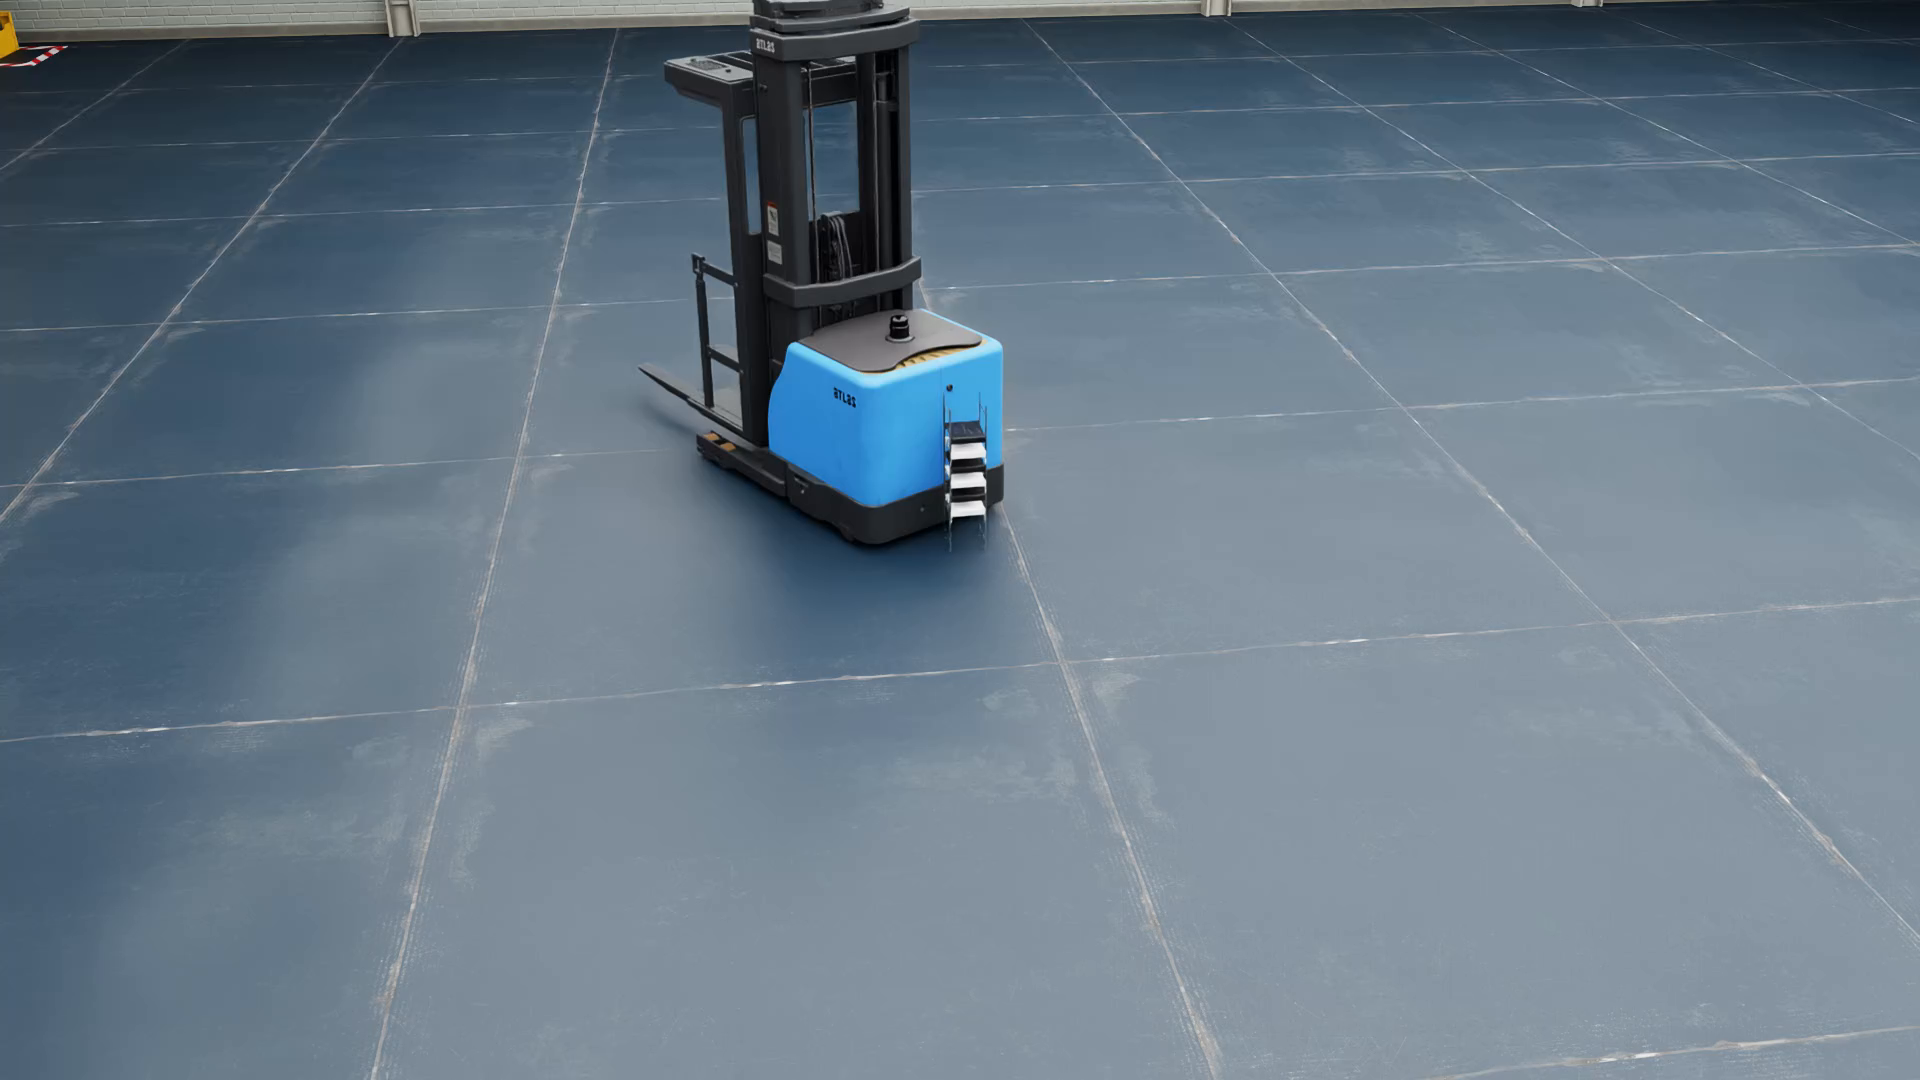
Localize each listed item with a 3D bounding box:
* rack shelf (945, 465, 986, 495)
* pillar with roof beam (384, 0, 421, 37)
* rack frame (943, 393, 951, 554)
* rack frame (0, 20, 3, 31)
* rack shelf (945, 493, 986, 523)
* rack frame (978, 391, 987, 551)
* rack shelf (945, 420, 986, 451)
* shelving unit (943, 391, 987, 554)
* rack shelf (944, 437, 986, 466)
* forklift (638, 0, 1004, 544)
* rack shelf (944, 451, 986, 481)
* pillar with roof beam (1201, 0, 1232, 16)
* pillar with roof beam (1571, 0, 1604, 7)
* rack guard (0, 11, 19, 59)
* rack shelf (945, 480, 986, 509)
[{"bbox_3d":[0.028,-0.353,9.525,0.200,0.077,0.258,-4,27,-9],"label":"rack shelf"},{"bbox_3d":[-7.378,-9.326,18.068,0.400,9.000,9.100,-4,27,-7],"label":"pillar with roof beam"},{"bbox_3d":[-0.072,-0.375,9.494,0.006,0.900,0.240,-4,27,-9],"label":"rack frame"},{"bbox_3d":[-13.104,-7.858,21.779,0.127,3.000,1.000,-4,27,-7],"label":"rack frame"},{"bbox_3d":[0.028,-0.193,9.607,0.200,0.077,0.258,-4,27,-9],"label":"rack shelf"},{"bbox_3d":[0.128,-0.390,9.525,0.006,0.900,0.240,-4,27,-9],"label":"rack frame"},{"bbox_3d":[0.028,-0.593,9.401,0.200,0.077,0.258,-4,27,-9],"label":"rack shelf"},{"bbox_3d":[0.028,-0.382,9.510,0.210,0.900,0.258,-4,27,-9],"label":"shelving unit"},{"bbox_3d":[0.028,-0.513,9.443,0.200,0.077,0.258,-4,27,-9],"label":"rack shelf"},{"bbox_3d":[-1.048,-1.884,10.211,1.130,2.935,3.031,-20,33,-34],"label":"forklift"},{"bbox_3d":[0.028,-0.433,9.484,0.200,0.077,0.258,-4,27,-9],"label":"rack shelf"},{"bbox_3d":[4.505,-10.089,19.556,0.400,9.000,9.100,-4,27,-7],"label":"pillar with roof beam"},{"bbox_3d":[10.447,-10.471,20.300,0.400,9.000,9.100,-4,27,-7],"label":"pillar with roof beam"},{"bbox_3d":[-13.080,-6.748,22.353,0.348,0.500,1.175,-4,27,-7],"label":"rack guard"},{"bbox_3d":[0.028,-0.273,9.566,0.200,0.077,0.258,-4,27,-9],"label":"rack shelf"}]
